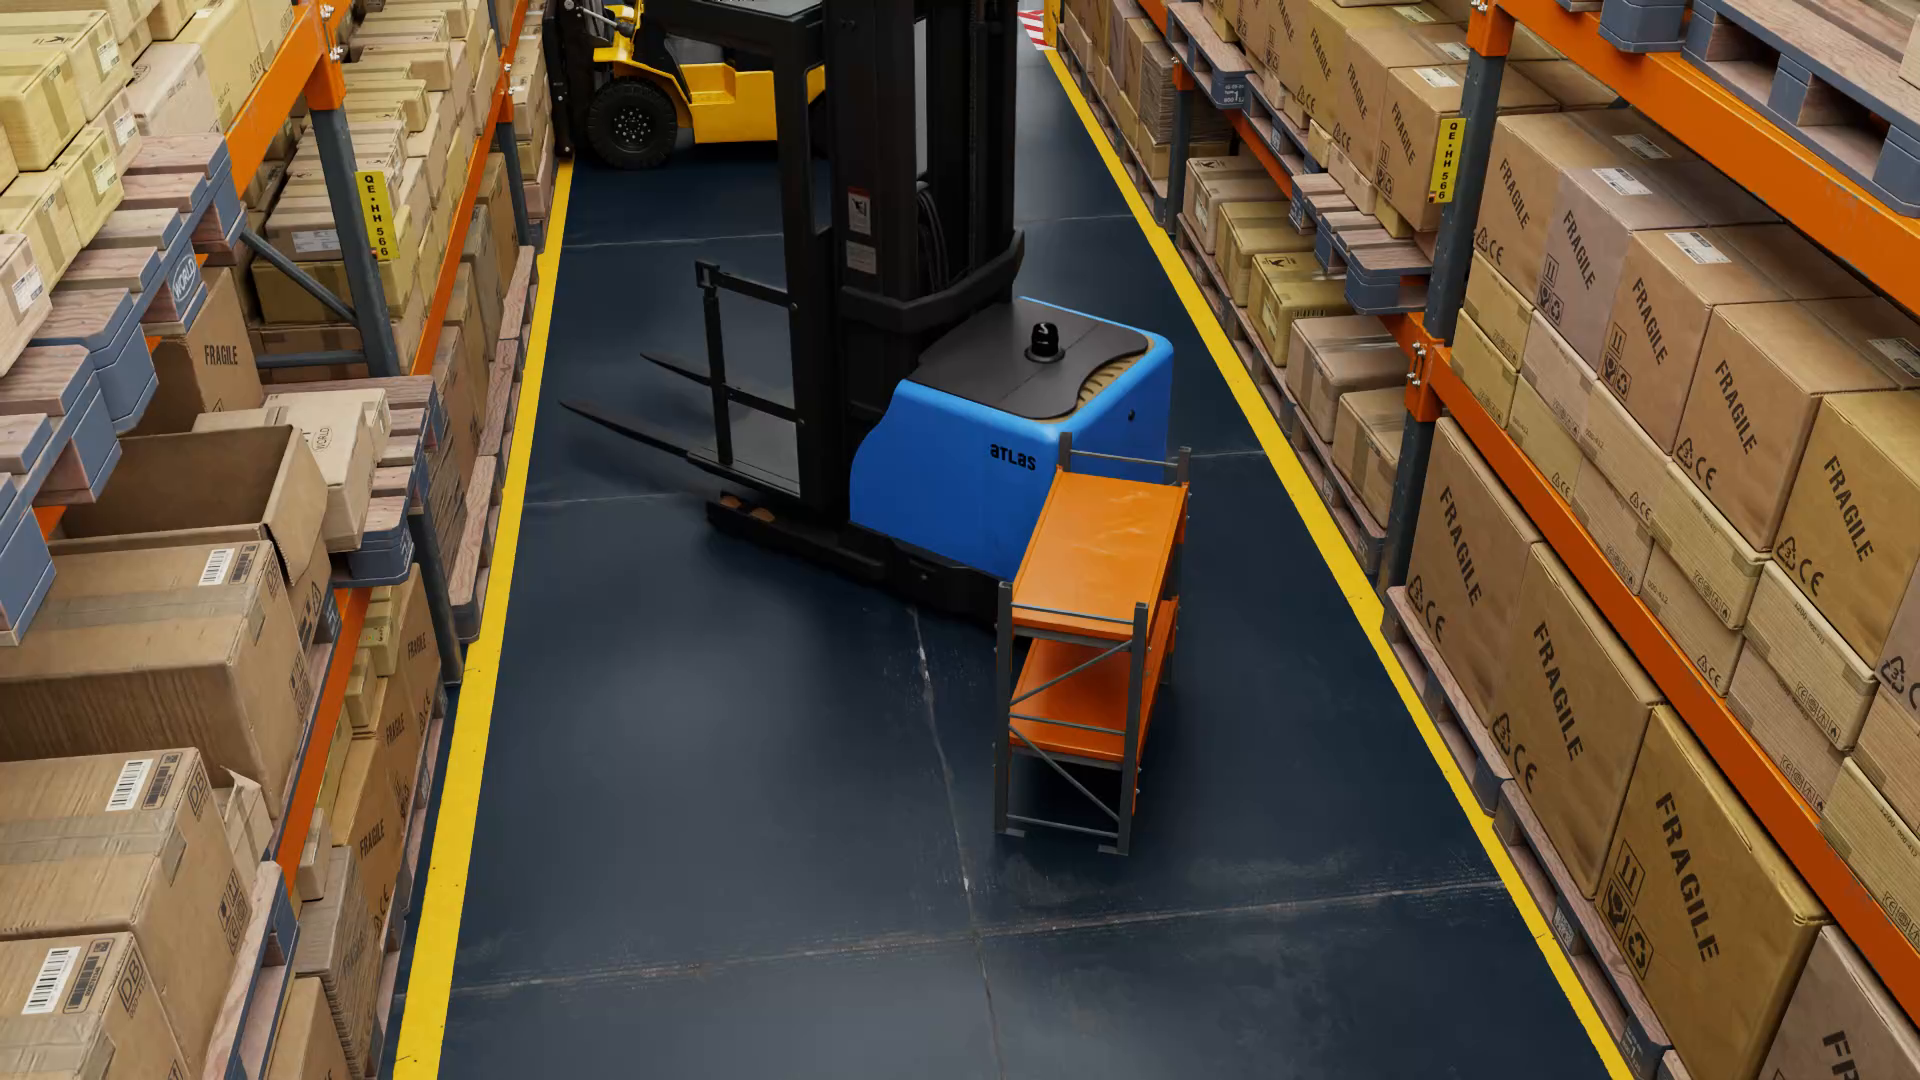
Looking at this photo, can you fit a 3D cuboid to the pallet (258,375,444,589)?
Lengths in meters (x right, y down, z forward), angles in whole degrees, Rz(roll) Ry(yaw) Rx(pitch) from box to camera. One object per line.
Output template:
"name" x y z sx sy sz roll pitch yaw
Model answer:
"pallet" -2.403 -0.183 5.525 1.213 0.211 1.003 -4 35 -6

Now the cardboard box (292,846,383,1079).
"cardboard box" -2.075 1.305 5.019 0.500 0.500 0.500 -6 35 -8

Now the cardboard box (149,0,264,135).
"cardboard box" -2.185 -1.264 4.411 0.500 0.250 0.500 -4 35 -6

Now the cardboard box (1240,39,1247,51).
"cardboard box" 1.717 -2.690 8.884 0.380 0.149 0.250 -2 34 -3

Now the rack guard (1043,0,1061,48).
"rack guard" 1.289 -4.402 13.765 1.175 0.500 0.348 -4 35 -6

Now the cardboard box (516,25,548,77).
"cardboard box" -2.992 -3.174 10.925 0.500 0.250 0.500 -3 34 -5

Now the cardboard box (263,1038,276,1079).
"cardboard box" -2.017 1.383 4.328 0.380 0.149 0.250 -4 35 -6

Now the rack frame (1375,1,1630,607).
"rack frame" 2.355 -1.013 6.573 1.000 3.000 0.127 -4 35 -6

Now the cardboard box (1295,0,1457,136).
"cardboard box" 1.869 -2.152 7.519 0.500 0.500 0.500 -7 35 -10

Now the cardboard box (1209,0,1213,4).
"cardboard box" 1.596 -3.299 9.202 0.500 0.500 0.500 -4 34 -5

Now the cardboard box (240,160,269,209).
"cardboard box" -2.928 -1.397 6.472 0.380 0.149 0.250 -4 35 -6

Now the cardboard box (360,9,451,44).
"cardboard box" -2.662 -2.432 7.990 0.380 0.149 0.250 -5 35 -8

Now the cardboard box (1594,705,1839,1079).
"cardboard box" 2.601 1.080 5.015 0.875 0.875 0.875 -3 34 -5

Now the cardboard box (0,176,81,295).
"cardboard box" -1.811 -0.520 2.947 0.380 0.149 0.250 -5 35 -7

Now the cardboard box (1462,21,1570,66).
"cardboard box" 2.446 -1.910 7.163 0.500 0.500 0.500 -3 34 -4

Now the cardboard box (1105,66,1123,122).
"cardboard box" 1.326 -3.172 11.810 0.500 0.250 0.500 -4 34 -6

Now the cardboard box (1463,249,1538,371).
"cardboard box" 2.178 -0.856 6.032 0.500 0.250 0.500 -5 35 -7

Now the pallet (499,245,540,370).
"pallet" -2.964 -1.307 9.480 1.003 0.211 1.213 -4 35 -6

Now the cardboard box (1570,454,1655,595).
"cardboard box" 2.323 -0.080 5.337 0.500 0.250 0.500 -3 34 -5

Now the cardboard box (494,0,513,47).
"cardboard box" -2.902 -3.176 9.658 0.500 0.500 0.500 -5 35 -8

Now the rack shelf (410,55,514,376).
"rack shelf" -2.832 -1.454 7.858 1.077 0.370 4.000 -4 35 -6

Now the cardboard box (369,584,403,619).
"cardboard box" -2.246 0.213 6.045 0.380 0.149 0.250 -6 35 -9

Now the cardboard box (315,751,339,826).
"cardboard box" -2.162 0.803 5.179 0.380 0.149 0.250 -5 35 -7

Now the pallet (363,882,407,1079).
"pallet" -2.340 1.616 5.191 1.003 0.211 1.213 -4 35 -6

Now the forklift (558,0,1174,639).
"forklift" -0.581 -1.418 7.229 3.031 2.935 1.130 20 39 27

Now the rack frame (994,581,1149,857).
"rack frame" 0.373 0.646 5.804 0.500 1.125 0.032 8 35 12

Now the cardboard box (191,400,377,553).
"cardboard box" -2.101 -0.182 5.114 0.500 0.250 0.500 -6 35 -9

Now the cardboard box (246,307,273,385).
"cardboard box" -2.877 -0.804 6.400 0.500 0.250 0.500 -5 35 -7

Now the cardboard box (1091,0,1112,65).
"cardboard box" 1.251 -3.768 12.018 0.500 0.500 0.500 -4 34 -5

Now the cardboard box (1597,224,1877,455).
"cardboard box" 2.309 -0.608 5.001 0.500 0.500 0.500 -3 34 -5

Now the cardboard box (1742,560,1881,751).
"cardboard box" 2.442 0.280 4.365 0.500 0.250 0.500 -4 34 -5

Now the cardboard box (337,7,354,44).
"cardboard box" -3.195 -2.530 8.134 0.380 0.149 0.250 -5 35 -7

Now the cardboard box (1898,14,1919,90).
"cardboard box" 2.490 -1.141 3.932 0.380 0.166 0.250 -2 34 -2

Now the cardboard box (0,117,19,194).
"cardboard box" -1.883 -0.644 2.865 0.380 0.149 0.250 -4 34 -6

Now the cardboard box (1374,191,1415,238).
"cardboard box" 1.970 -1.392 6.979 0.380 0.149 0.250 -4 34 -6

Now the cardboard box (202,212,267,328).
"cardboard box" -2.899 -1.009 6.256 0.500 0.250 0.500 -4 34 -5

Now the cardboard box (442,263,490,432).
"cardboard box" -2.820 -0.916 8.166 0.875 0.625 0.625 -6 35 -8

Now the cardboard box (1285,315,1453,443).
"cardboard box" 2.181 -0.828 8.262 0.950 0.372 0.625 -5 35 -7

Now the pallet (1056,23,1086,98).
"pallet" 1.363 -3.826 13.177 1.003 0.211 1.213 -4 35 -6

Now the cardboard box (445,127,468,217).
"cardboard box" -2.588 -1.697 7.709 0.500 0.250 0.500 -3 34 -5

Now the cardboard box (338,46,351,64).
"cardboard box" -3.172 -2.141 7.917 0.500 0.250 0.500 -5 35 -8

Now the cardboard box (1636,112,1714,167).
"cardboard box" 2.684 -1.199 5.869 0.500 0.500 0.500 -5 35 -8

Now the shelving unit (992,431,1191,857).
"shelving unit" 0.499 0.368 6.211 0.538 1.125 1.048 8 35 12

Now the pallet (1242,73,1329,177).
"pallet" 2.048 -2.035 8.243 1.003 0.211 1.213 -4 35 -6

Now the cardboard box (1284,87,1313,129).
"cardboard box" 1.791 -2.106 8.027 0.380 0.149 0.250 -5 35 -8

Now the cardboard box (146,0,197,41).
"cardboard box" -2.175 -1.367 4.209 0.380 0.149 0.250 -4 35 -6

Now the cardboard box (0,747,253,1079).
"cardboard box" -1.938 0.807 3.441 0.700 0.500 0.500 -4 34 -6

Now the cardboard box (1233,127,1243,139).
"cardboard box" 2.005 -2.942 10.806 0.500 0.500 0.500 -3 34 -4

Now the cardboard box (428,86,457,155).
"cardboard box" -2.593 -1.902 7.566 0.500 0.250 0.500 -4 34 -6

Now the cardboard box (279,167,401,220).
"cardboard box" -2.351 -1.293 6.319 0.380 0.149 0.250 -4 34 -5

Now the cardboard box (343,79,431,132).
"cardboard box" -2.498 -1.864 7.157 0.380 0.149 0.250 -4 34 -5

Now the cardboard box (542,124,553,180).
"cardboard box" -2.922 -2.482 10.796 0.500 0.250 0.500 -5 35 -7

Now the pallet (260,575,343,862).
"pallet" -2.297 0.529 4.480 1.003 0.211 1.213 -4 35 -6

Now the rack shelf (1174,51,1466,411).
"rack shelf" 2.086 -1.832 8.413 1.077 0.370 4.000 -4 35 -6

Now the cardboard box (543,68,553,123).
"cardboard box" -2.986 -2.966 11.064 0.500 0.250 0.500 -5 35 -7

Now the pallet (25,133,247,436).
"pallet" -2.186 -0.512 3.341 1.213 0.211 1.003 -4 35 -6
